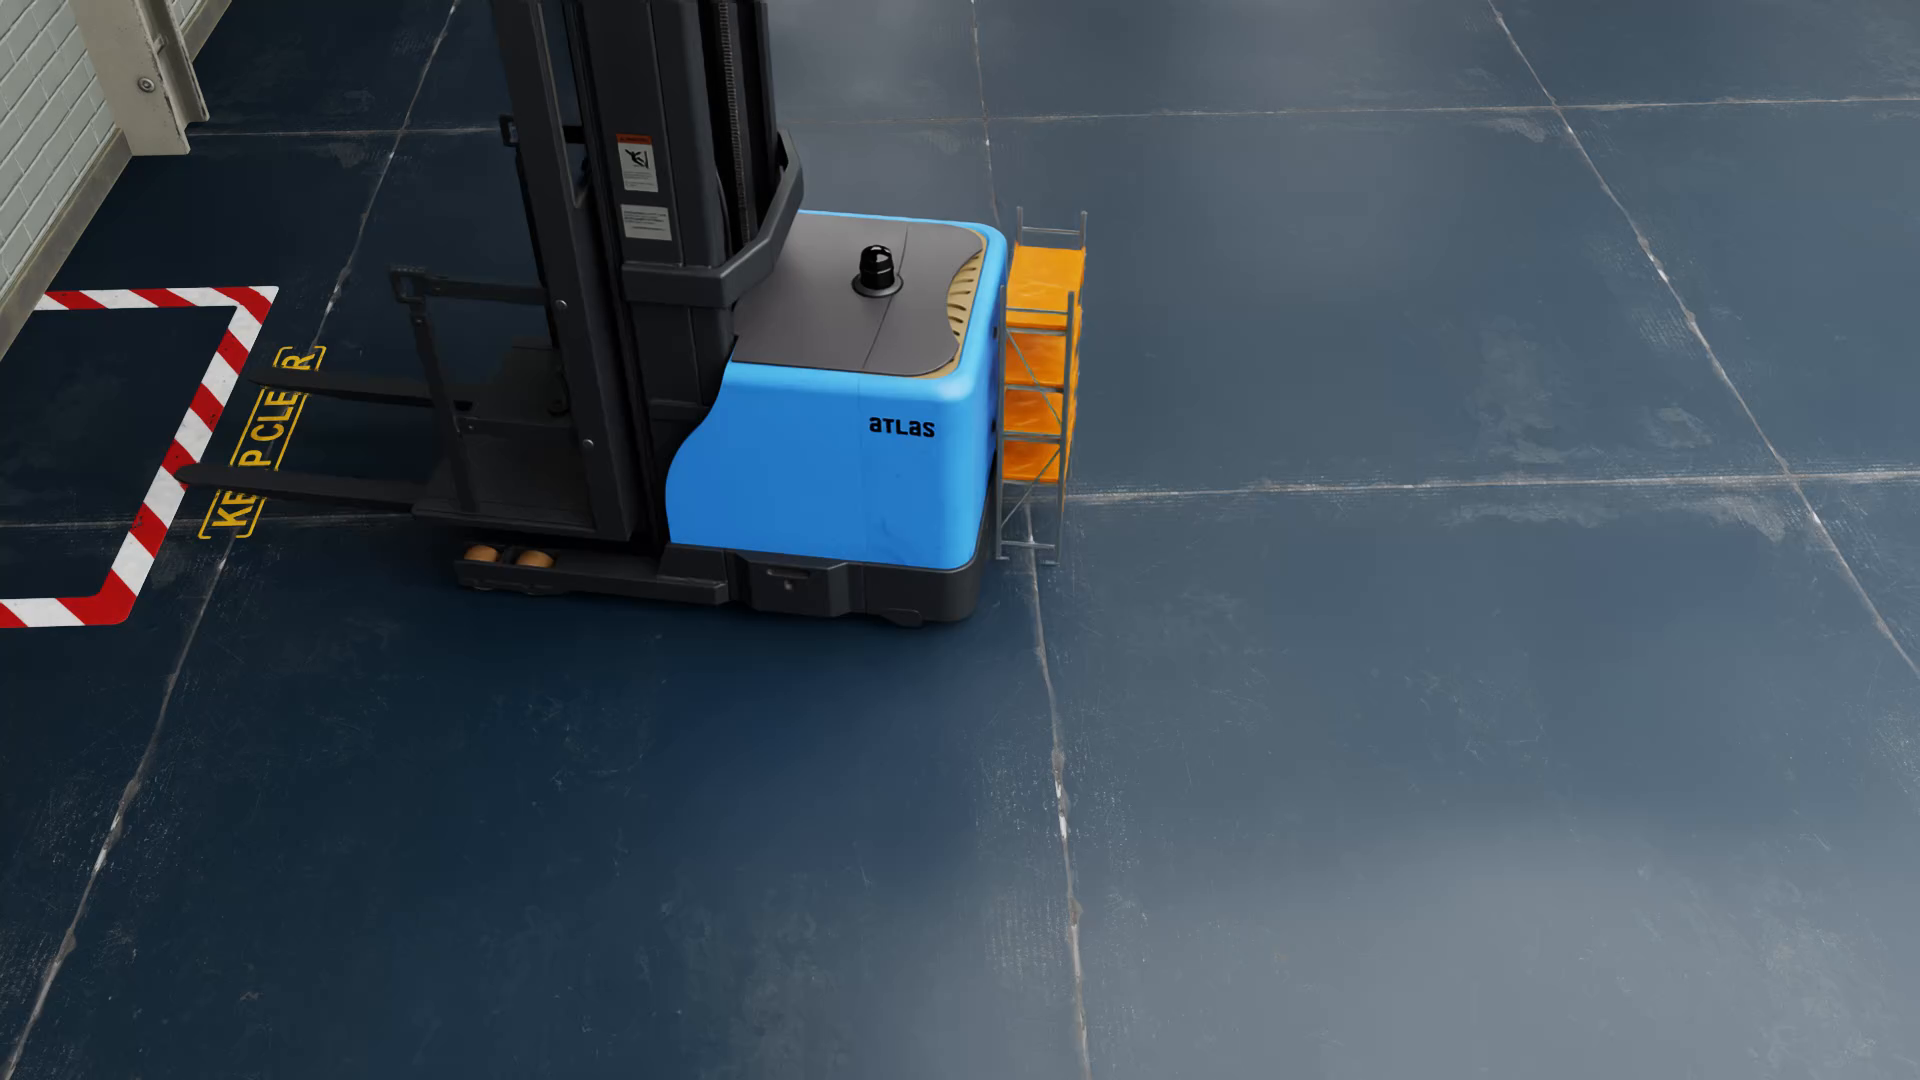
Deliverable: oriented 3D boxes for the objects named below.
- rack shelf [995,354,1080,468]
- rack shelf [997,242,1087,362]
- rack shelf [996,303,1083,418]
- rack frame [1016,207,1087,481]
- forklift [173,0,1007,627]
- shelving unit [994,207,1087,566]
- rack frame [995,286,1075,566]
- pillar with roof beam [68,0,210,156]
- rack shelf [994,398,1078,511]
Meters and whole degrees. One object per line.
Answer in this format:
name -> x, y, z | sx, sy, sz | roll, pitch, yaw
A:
rack shelf -> 0.282, -0.477, 5.983 | 0.258, 0.148, 0.480 | 5, 43, 6
rack shelf -> 0.282, -0.817, 5.672 | 0.258, 0.148, 0.480 | 5, 43, 6
rack shelf -> 0.282, -0.642, 5.831 | 0.258, 0.148, 0.480 | 5, 43, 6
rack frame -> 0.315, -0.690, 6.115 | 0.240, 1.200, 0.015 | 5, 43, 6
forklift -> -1.380, -1.227, 5.419 | 3.031, 2.935, 1.130 | 6, 43, 6
shelving unit -> 0.282, -0.527, 5.937 | 0.258, 1.200, 0.503 | 5, 43, 6
rack frame -> 0.250, -0.364, 5.759 | 0.240, 1.200, 0.015 | 5, 43, 6
pillar with roof beam -> 0.250, -5.512, 5.603 | 9.100, 9.000, 0.400 | -2, 43, -2
rack shelf -> 0.282, -0.331, 6.117 | 0.258, 0.148, 0.480 | 5, 43, 6
